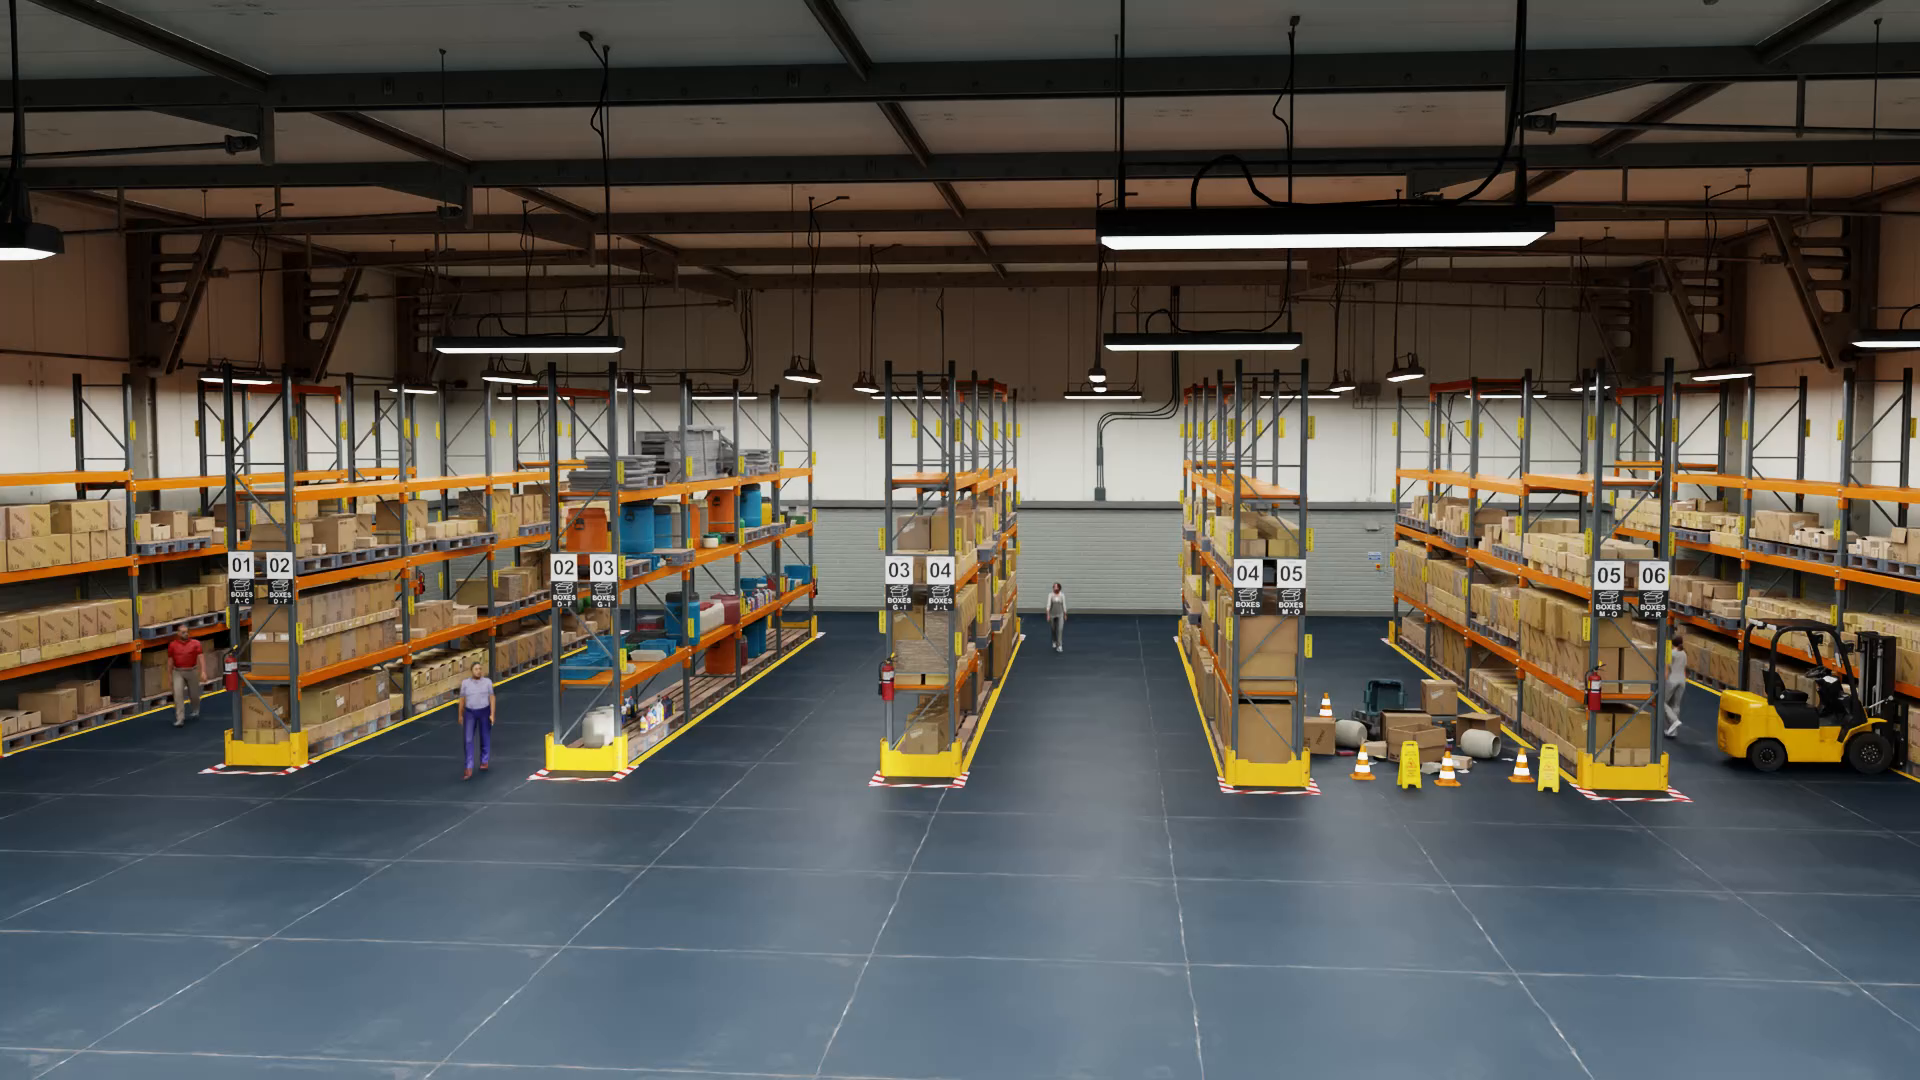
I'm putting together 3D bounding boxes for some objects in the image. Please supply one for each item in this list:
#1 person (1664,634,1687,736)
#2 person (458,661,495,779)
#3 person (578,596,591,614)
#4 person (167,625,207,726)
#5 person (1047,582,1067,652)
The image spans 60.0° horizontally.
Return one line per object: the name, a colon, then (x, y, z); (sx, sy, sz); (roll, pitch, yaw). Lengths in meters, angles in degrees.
person: (11.672, 2.373, 27.065); (0.469, 1.662, 0.525); (-1, 4, -8)
person: (-7.049, 2.592, 24.266); (0.534, 1.637, 0.774); (-2, 4, -23)
person: (-9.359, 1.355, 42.086); (0.852, 1.792, 0.610); (0, 4, 4)
person: (-13.188, 2.284, 28.371); (0.626, 1.678, 0.993); (-1, 4, -18)
person: (2.198, 1.776, 37.774); (0.464, 1.433, 0.963); (0, 4, 3)
